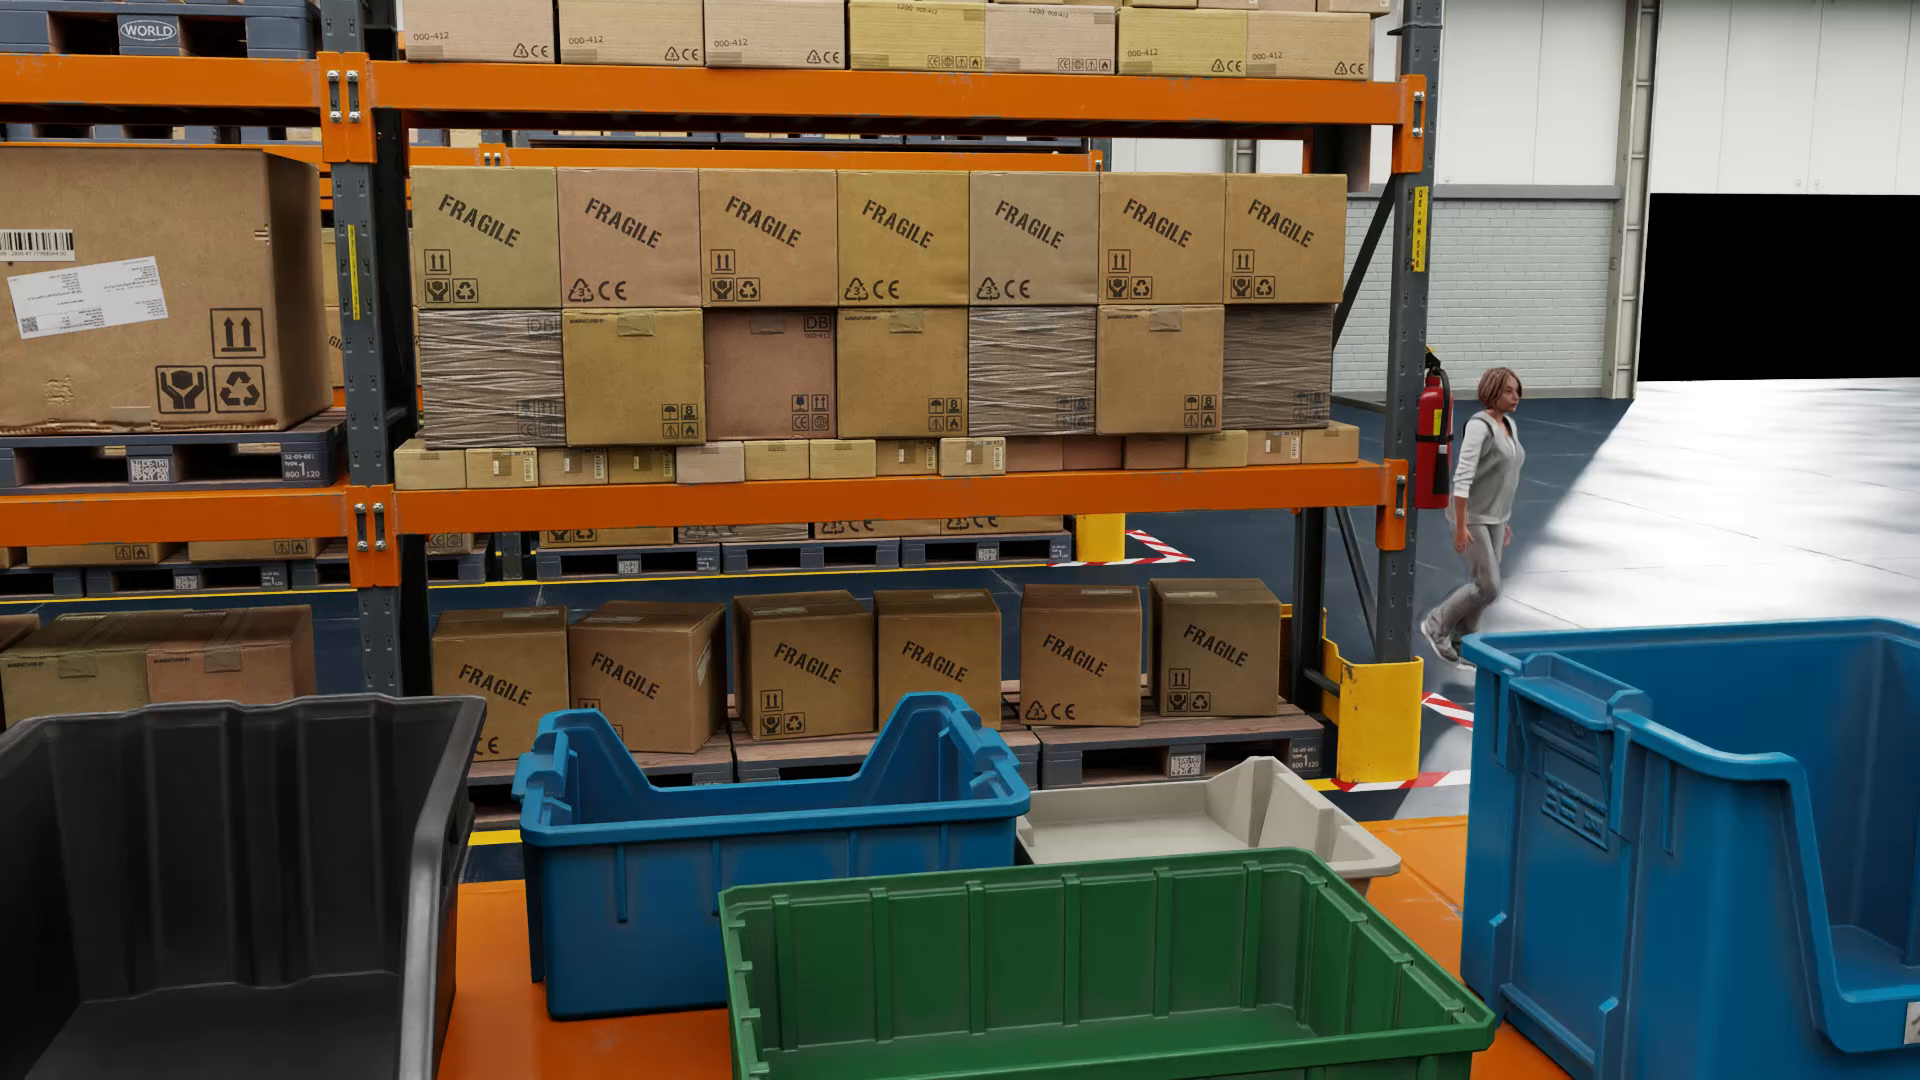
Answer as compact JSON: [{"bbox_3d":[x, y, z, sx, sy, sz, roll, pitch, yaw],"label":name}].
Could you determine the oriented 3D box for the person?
[{"bbox_3d":[2.606,-0.089,8.359,0.459,1.574,0.431,-9,13,-42],"label":"person"}]
